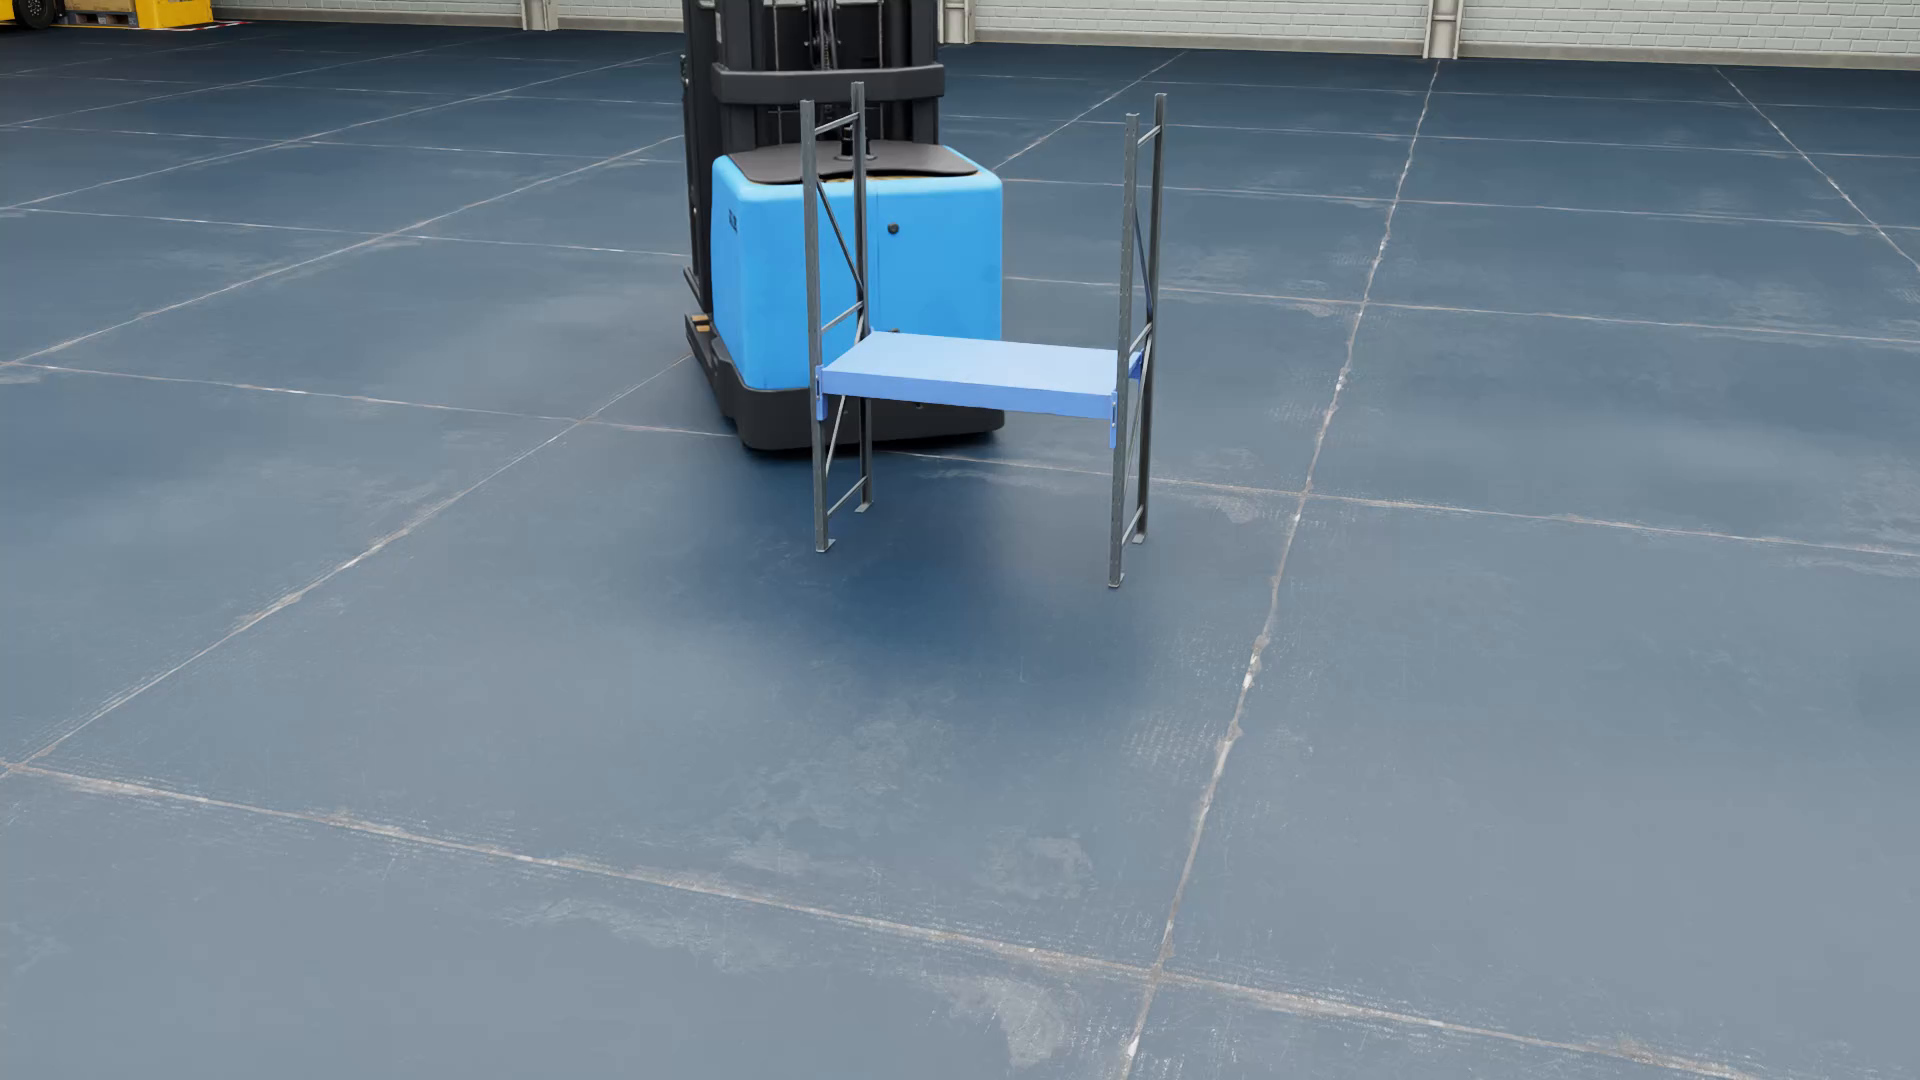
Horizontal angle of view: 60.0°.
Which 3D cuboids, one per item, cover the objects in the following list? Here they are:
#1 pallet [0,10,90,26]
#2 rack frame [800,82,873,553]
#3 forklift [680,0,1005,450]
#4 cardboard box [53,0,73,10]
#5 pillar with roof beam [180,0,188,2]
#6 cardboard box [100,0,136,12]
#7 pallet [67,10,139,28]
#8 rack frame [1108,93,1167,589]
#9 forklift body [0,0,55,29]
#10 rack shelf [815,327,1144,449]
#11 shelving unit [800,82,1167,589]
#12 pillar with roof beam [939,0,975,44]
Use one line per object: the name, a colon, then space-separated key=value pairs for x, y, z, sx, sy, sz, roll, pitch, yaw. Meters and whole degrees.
pallet: x=-13.028 y=-7.606 z=24.035 sx=1.213 sy=0.211 sz=1.003 roll=7 pitch=23 yaw=15
rack frame: x=-0.405 y=-0.740 z=5.598 sx=0.032 sy=1.500 sz=0.500 roll=7 pitch=23 yaw=16
forklift: x=-0.698 y=-2.233 z=7.352 sx=1.130 sy=2.935 sz=3.031 roll=-6 pitch=23 yaw=-14
cardboard box: x=-12.610 y=-7.668 z=23.582 sx=0.500 sy=0.250 sz=0.500 roll=7 pitch=23 yaw=16
pillar with roof beam: x=-12.769 y=-10.309 z=19.043 sx=0.400 sy=9.000 sz=9.100 roll=7 pitch=23 yaw=16
cardboard box: x=-11.660 y=-7.552 z=23.299 sx=0.500 sy=0.250 sz=0.500 roll=7 pitch=23 yaw=16
pallet: x=-11.864 y=-7.472 z=23.707 sx=1.213 sy=0.211 sz=1.003 roll=7 pitch=23 yaw=16
rack frame: x=0.568 y=-0.629 z=5.327 sx=0.032 sy=1.500 sz=0.500 roll=7 pitch=23 yaw=16
forklift body: x=-13.462 y=-7.846 z=22.063 sx=1.214 sy=2.155 sz=2.313 roll=7 pitch=23 yaw=16
rack shelf: x=0.082 y=-0.518 z=5.531 sx=1.000 sy=0.185 sz=0.538 roll=7 pitch=23 yaw=16
shelving unit: x=0.082 y=-0.685 z=5.463 sx=1.048 sy=1.500 sz=0.538 roll=7 pitch=23 yaw=16
pillar with roof beam: x=-1.281 y=-8.993 z=15.836 sx=0.400 sy=9.000 sz=9.100 roll=7 pitch=23 yaw=16
